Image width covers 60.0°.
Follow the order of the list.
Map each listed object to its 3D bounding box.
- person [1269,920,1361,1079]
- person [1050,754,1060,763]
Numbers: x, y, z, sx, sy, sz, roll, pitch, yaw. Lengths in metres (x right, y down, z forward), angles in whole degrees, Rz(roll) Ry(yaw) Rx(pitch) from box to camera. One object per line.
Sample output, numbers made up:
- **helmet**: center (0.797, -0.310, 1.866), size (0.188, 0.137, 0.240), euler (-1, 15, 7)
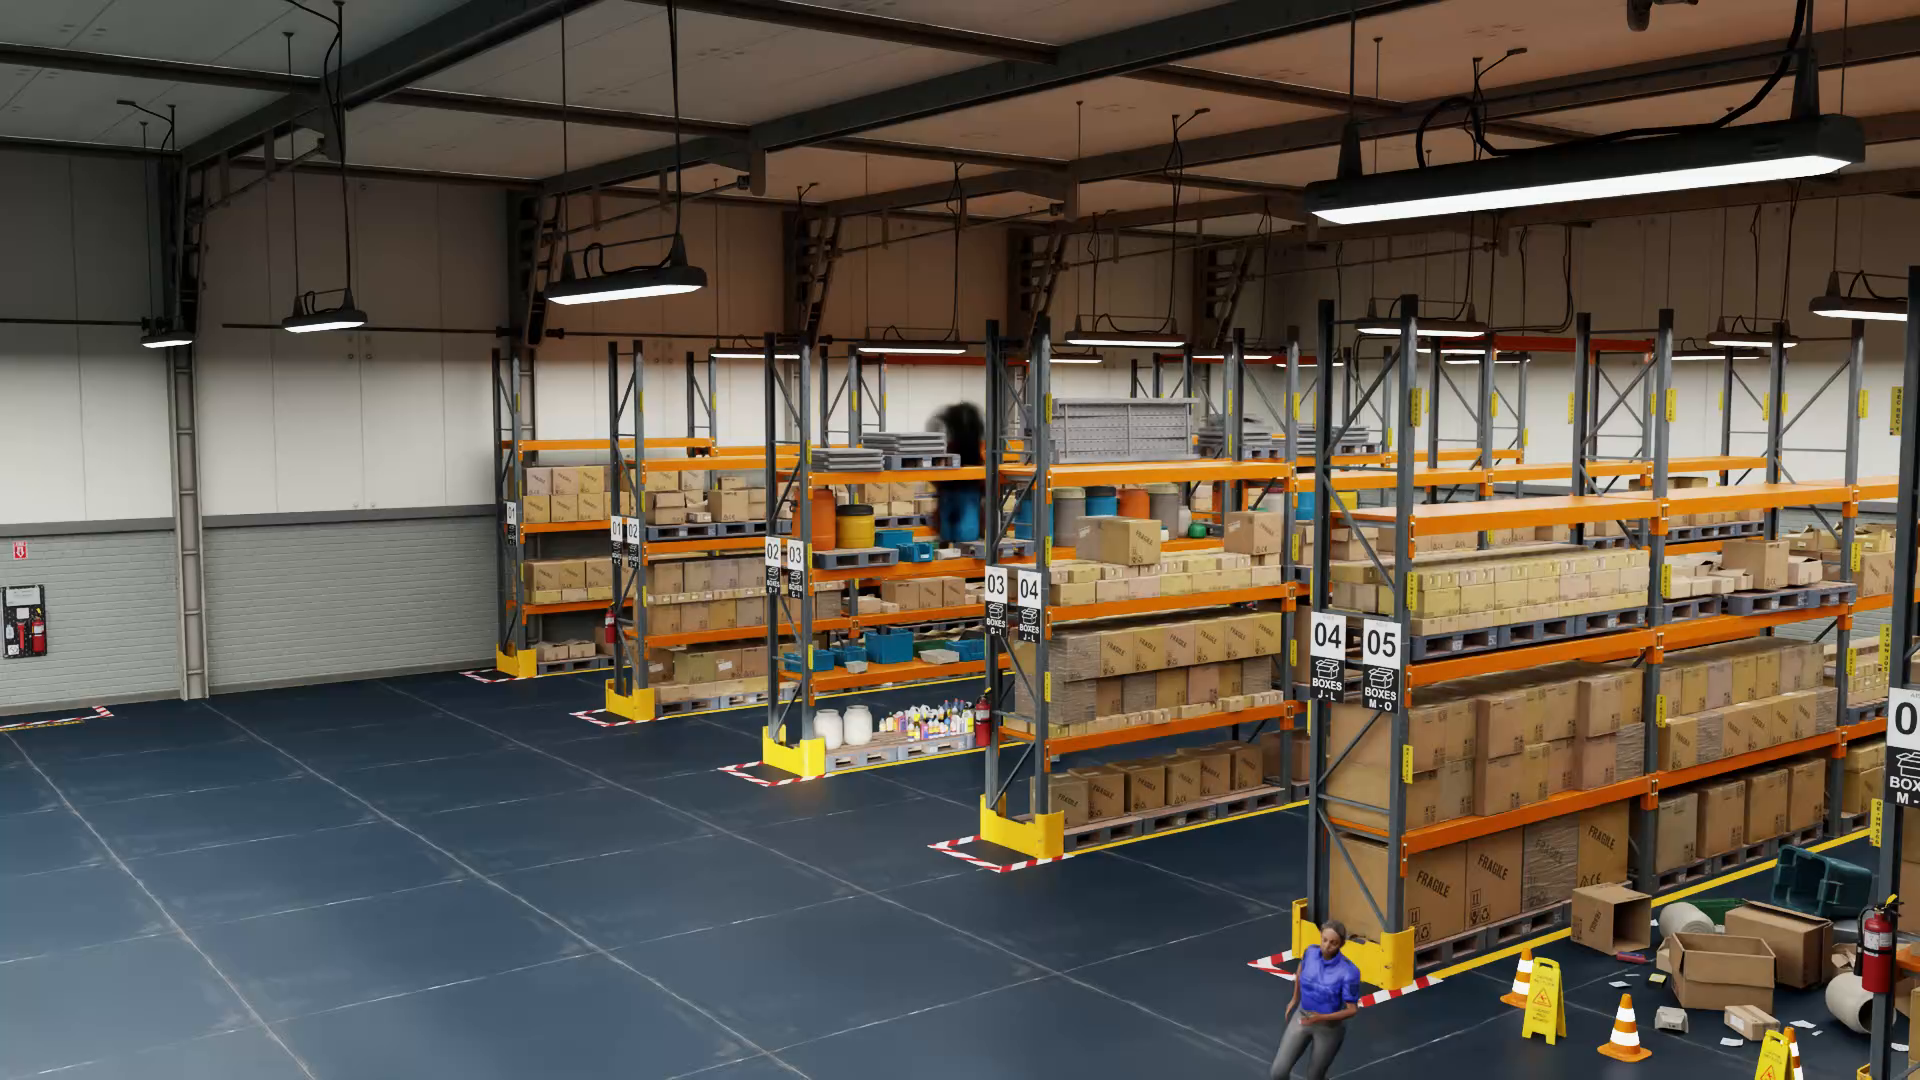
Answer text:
- **person**: center (2.403, 3.357, 11.446), size (0.739, 1.582, 0.750), euler (3, 6, 34)
- **person**: center (1.154, 2.350, 23.015), size (0.720, 1.596, 0.825), euler (5, 7, 43)
